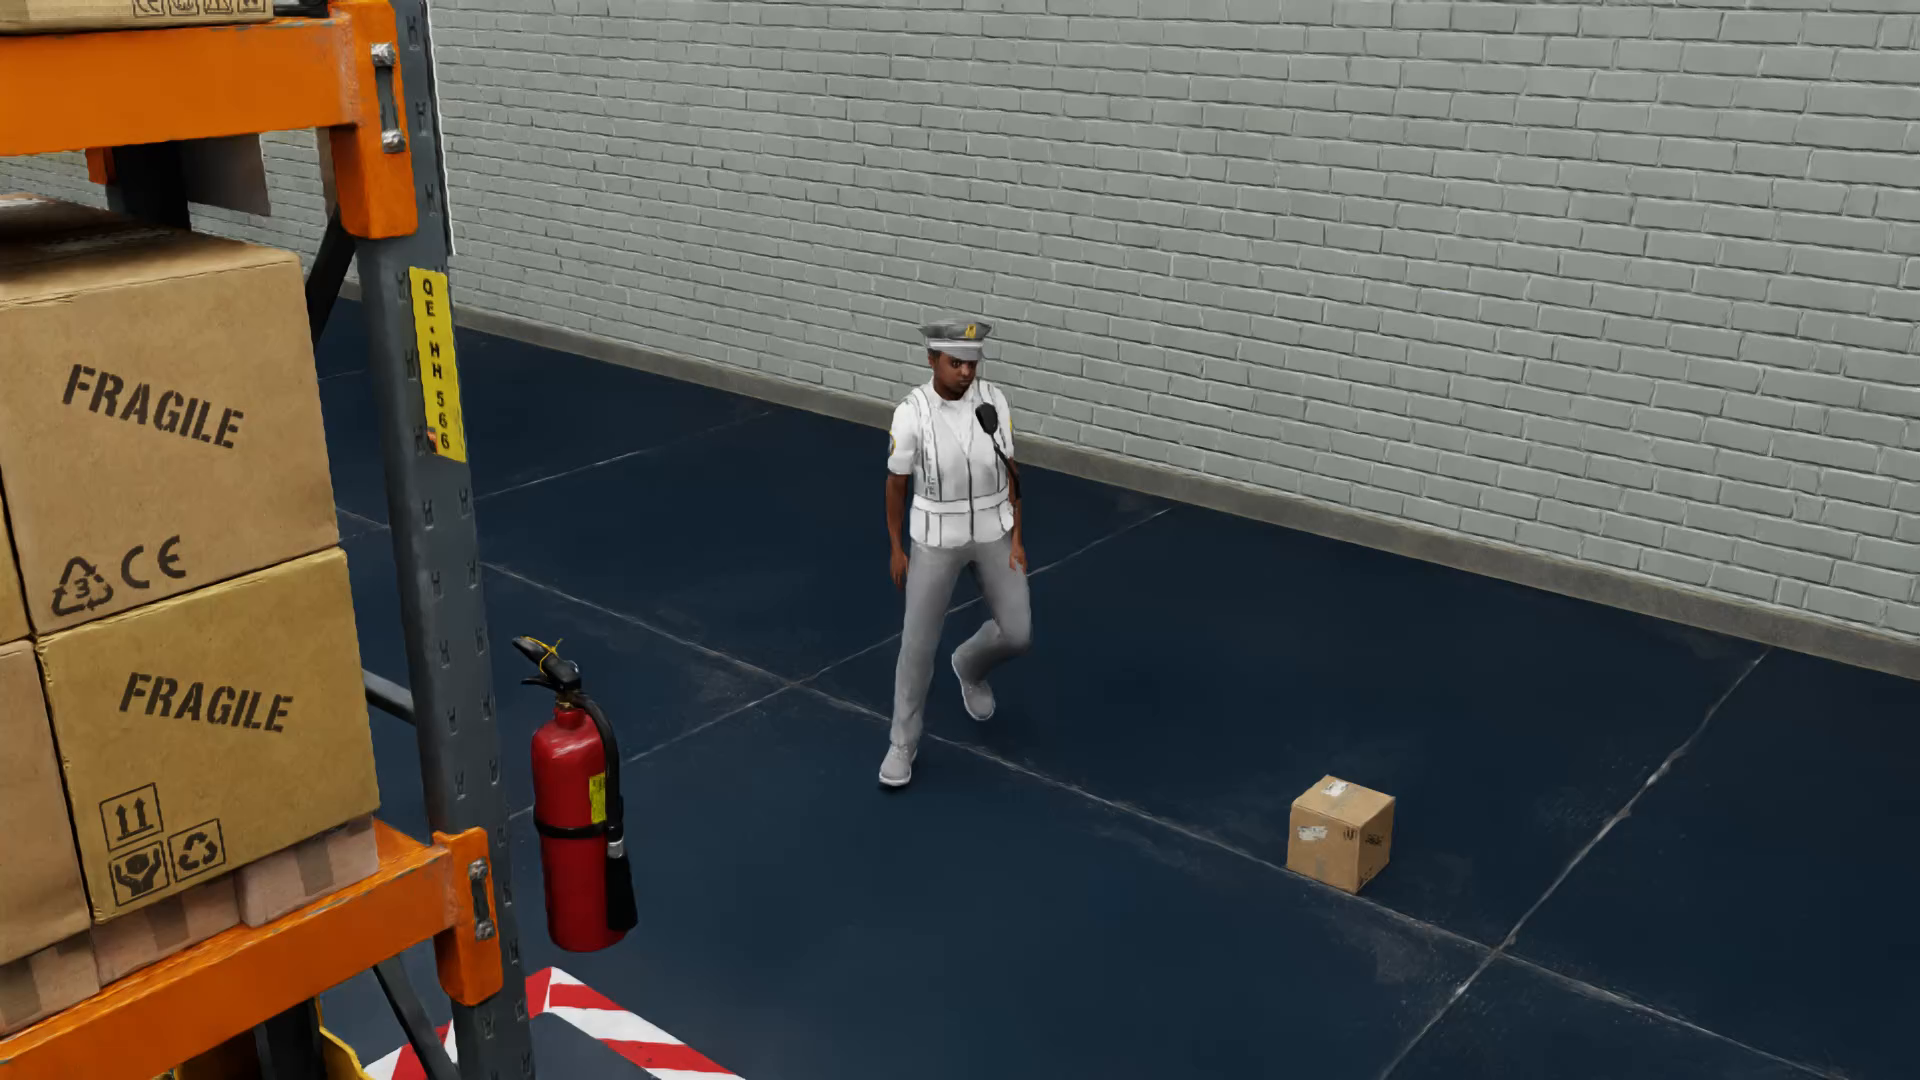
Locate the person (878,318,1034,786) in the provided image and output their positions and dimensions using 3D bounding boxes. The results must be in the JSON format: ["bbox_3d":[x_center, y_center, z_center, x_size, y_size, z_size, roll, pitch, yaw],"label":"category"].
[{"bbox_3d":[-0.059,-0.003,6.017,0.613,1.670,0.556,-6,21,-15],"label":"person"}]
